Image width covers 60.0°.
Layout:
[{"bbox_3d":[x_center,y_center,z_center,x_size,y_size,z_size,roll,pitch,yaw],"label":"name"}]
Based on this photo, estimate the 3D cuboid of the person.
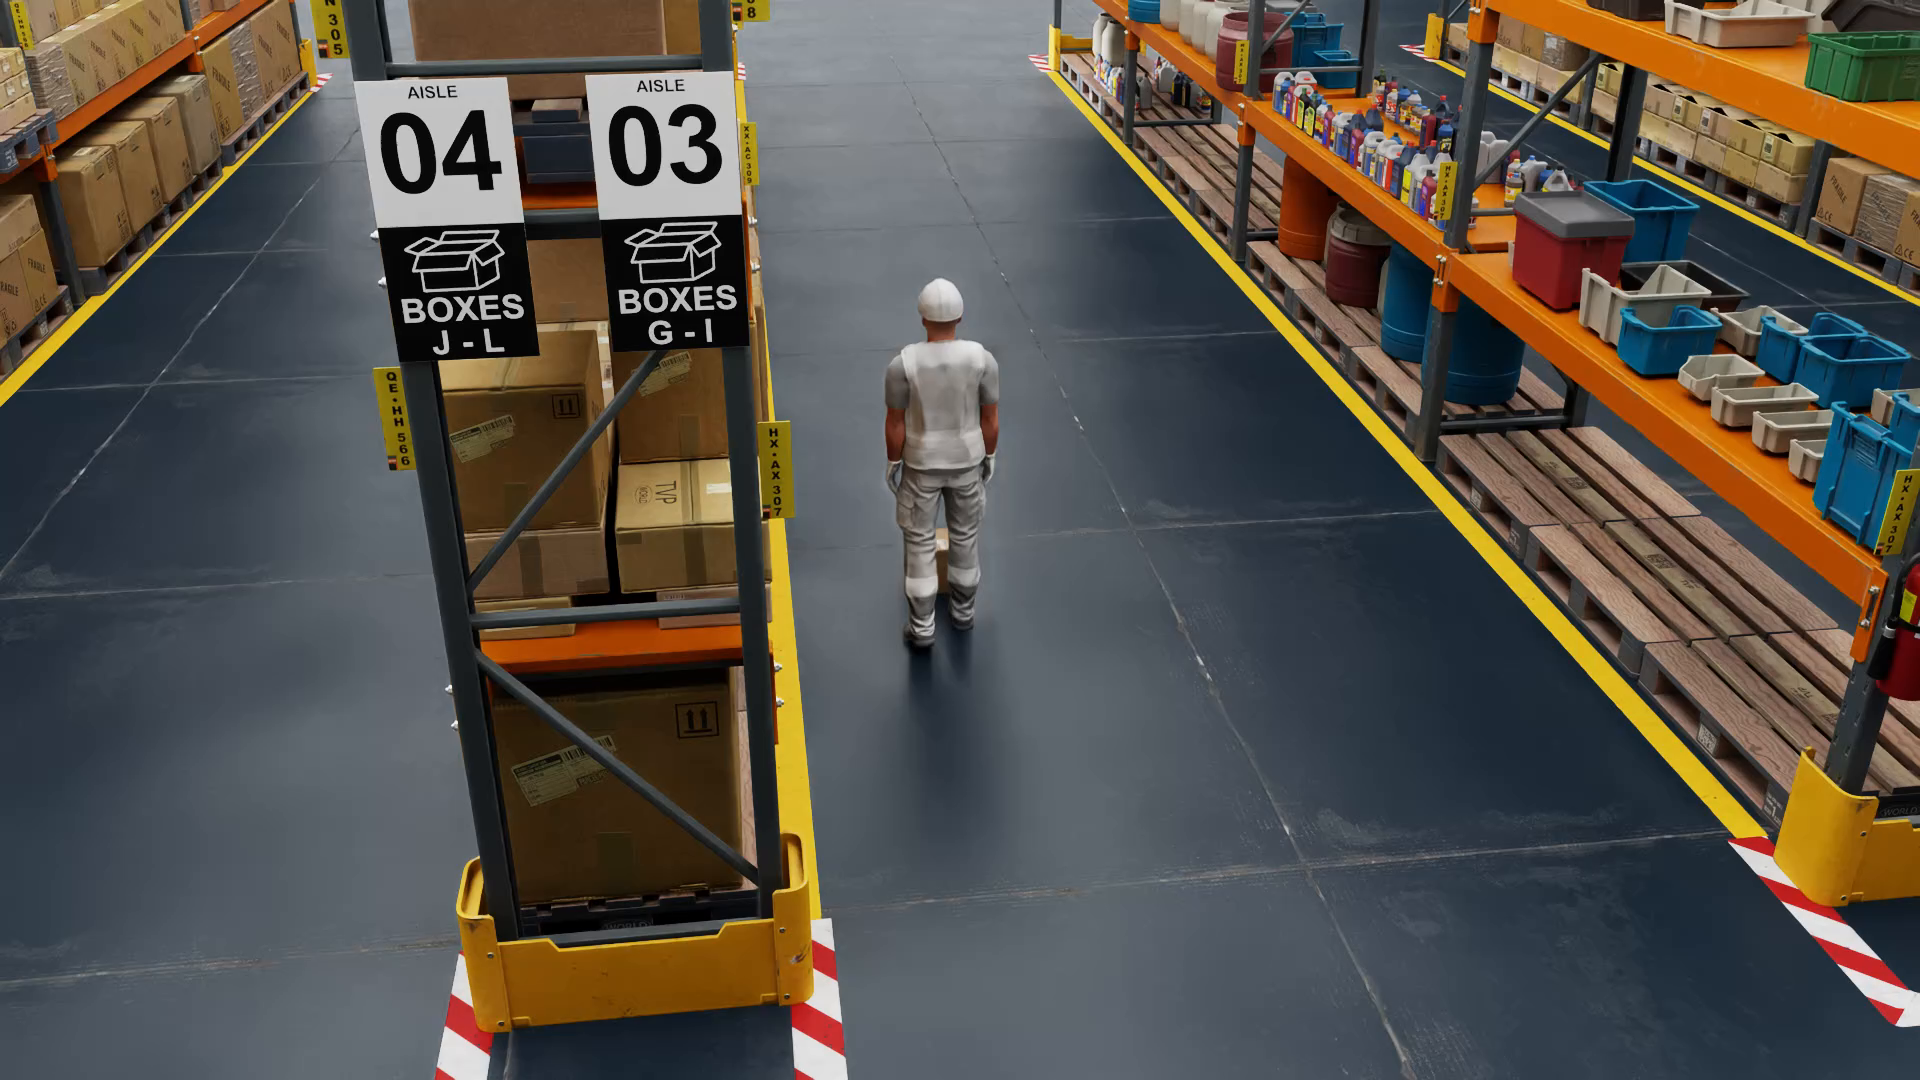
[{"bbox_3d":[-0.090,-0.355,7.815,0.526,1.821,0.486,-3,27,-6],"label":"person"}]
